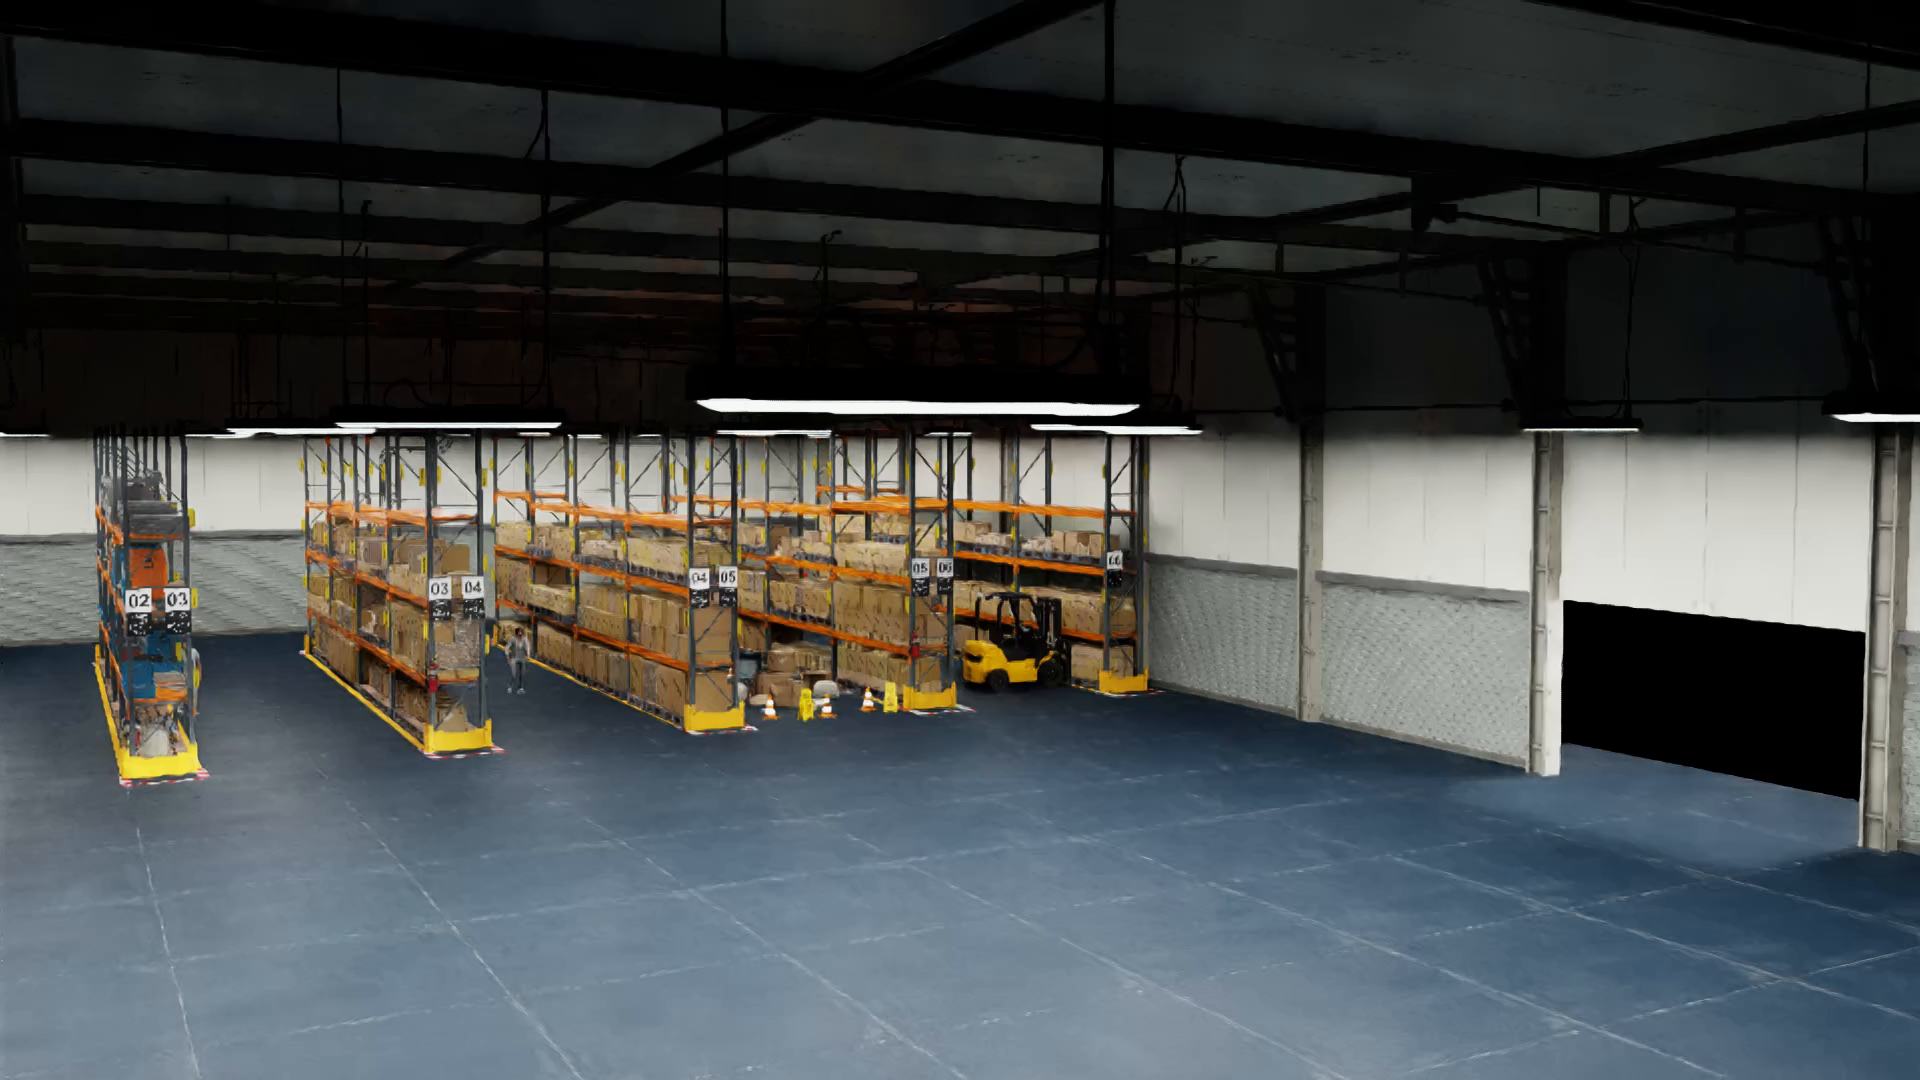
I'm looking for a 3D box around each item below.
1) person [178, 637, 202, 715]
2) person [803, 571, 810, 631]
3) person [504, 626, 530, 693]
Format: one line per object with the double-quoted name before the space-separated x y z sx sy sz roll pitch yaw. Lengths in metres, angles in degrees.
"person" -16.093 2.821 34.590 0.572 1.617 0.687 -3 4 -37
"person" -4.677 1.827 49.614 0.583 1.790 0.736 -2 4 -26
"person" -9.945 2.696 37.376 0.566 1.541 0.519 -2 4 -32
